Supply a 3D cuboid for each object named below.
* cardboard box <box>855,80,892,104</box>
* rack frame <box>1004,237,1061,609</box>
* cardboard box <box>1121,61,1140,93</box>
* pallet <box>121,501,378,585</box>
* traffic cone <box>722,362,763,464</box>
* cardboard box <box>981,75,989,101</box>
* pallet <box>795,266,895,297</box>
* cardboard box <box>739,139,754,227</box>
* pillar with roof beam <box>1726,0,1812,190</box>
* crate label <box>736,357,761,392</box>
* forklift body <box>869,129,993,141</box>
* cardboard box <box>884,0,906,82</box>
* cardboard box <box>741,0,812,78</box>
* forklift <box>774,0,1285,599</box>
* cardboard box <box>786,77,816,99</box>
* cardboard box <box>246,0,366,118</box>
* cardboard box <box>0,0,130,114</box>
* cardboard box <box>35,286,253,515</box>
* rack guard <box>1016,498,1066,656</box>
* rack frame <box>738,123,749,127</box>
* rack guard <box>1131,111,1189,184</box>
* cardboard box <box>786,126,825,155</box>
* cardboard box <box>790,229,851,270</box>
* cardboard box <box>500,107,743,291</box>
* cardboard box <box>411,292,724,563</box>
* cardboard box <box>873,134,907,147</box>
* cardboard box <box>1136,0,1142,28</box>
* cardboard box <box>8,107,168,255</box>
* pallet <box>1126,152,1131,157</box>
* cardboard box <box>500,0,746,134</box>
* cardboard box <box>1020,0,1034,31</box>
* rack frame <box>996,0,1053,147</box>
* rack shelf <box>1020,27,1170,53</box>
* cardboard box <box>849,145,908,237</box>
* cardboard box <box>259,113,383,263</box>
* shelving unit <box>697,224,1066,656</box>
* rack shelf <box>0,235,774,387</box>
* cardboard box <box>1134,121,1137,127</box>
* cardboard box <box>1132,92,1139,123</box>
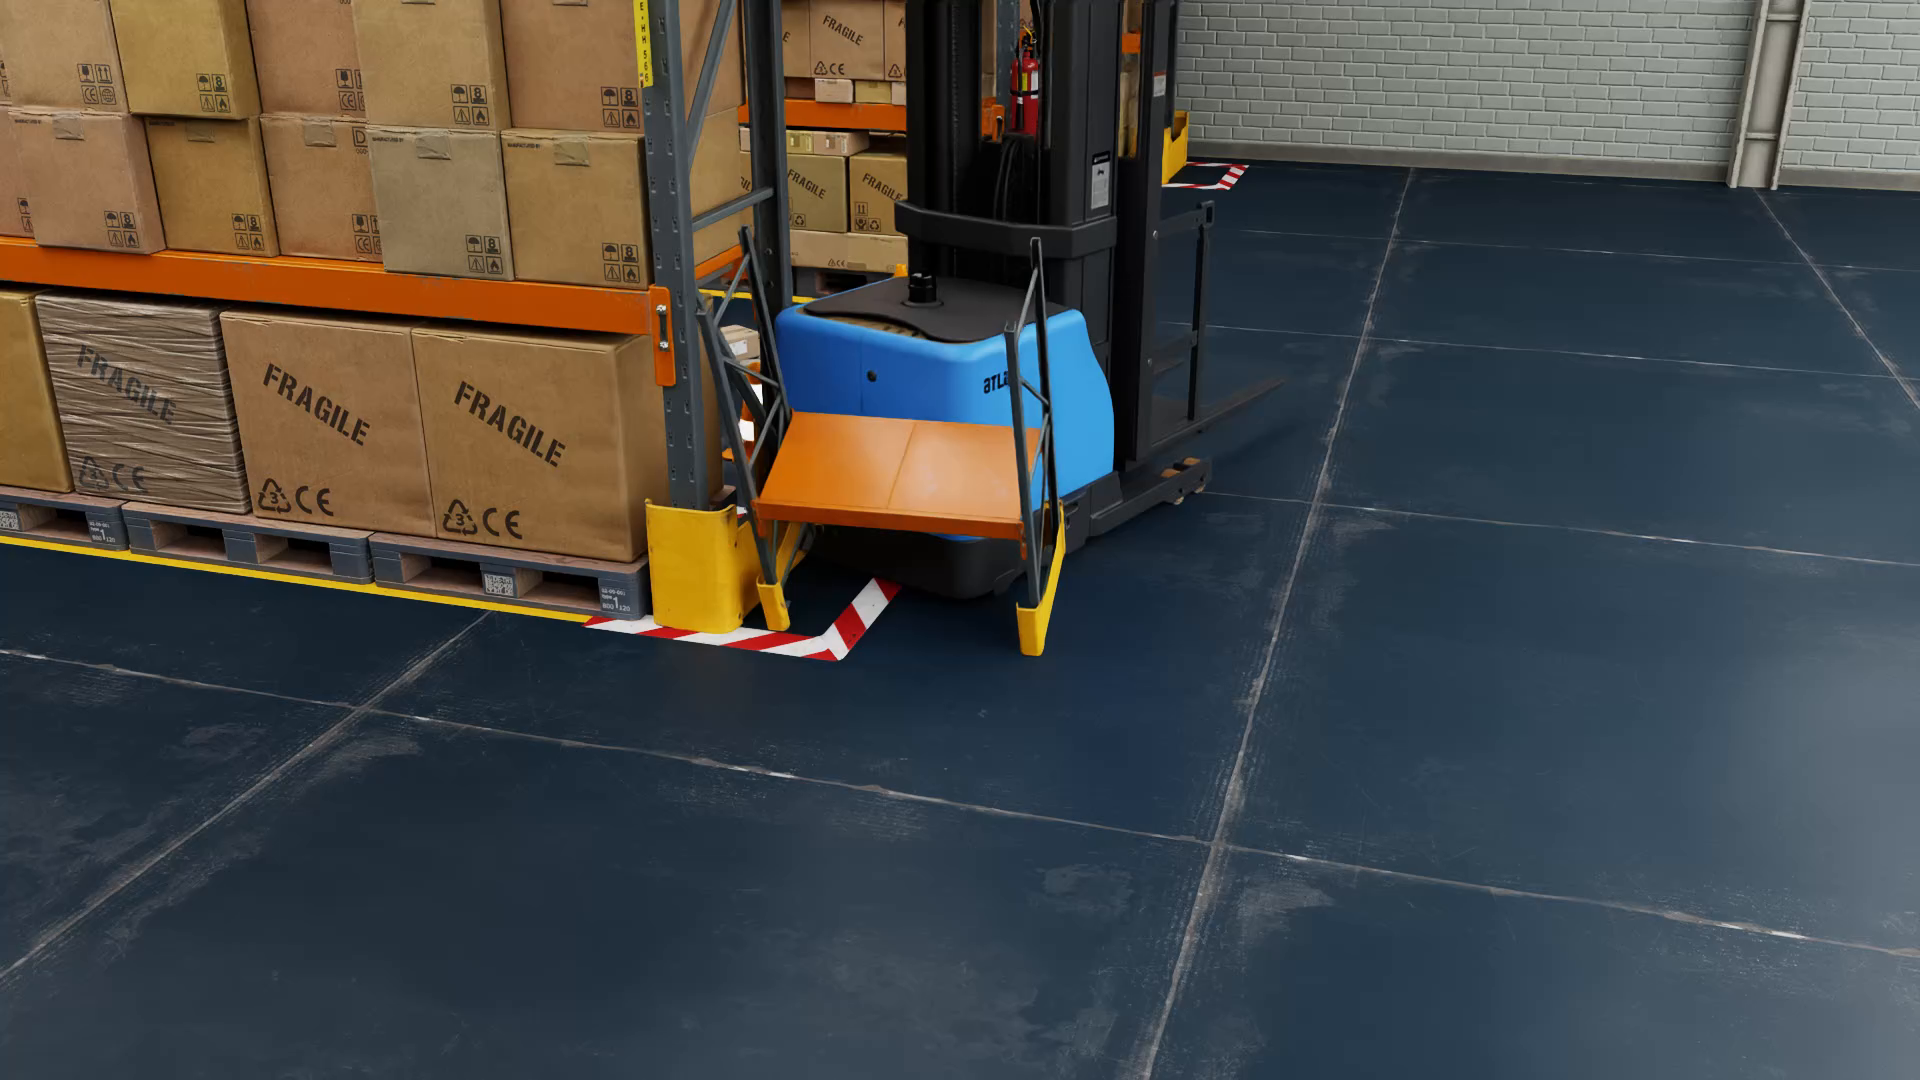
[{"bbox_3d":[-0.503,-2.934,10.801,0.250,0.149,0.380,6,23,15],"label":"cardboard box"},{"bbox_3d":[0.272,-0.301,5.872,0.032,1.500,0.500,5,46,12],"label":"rack frame"},{"bbox_3d":[1.455,-4.373,15.732,0.500,0.250,0.500,6,23,15],"label":"cardboard box"},{"bbox_3d":[-2.855,-0.157,7.375,1.213,0.211,1.003,7,23,15],"label":"pallet"},{"bbox_3d":[-1.001,-0.654,8.255,0.334,0.463,0.336,7,23,16],"label":"traffic cone"},{"bbox_3d":[0.011,-2.910,10.744,0.250,0.149,0.380,7,23,17],"label":"cardboard box"},{"bbox_3d":[-0.410,-1.883,11.583,1.213,0.211,1.003,7,23,16],"label":"pallet"},{"bbox_3d":[-1.394,-2.439,11.346,0.500,0.500,0.500,6,23,14],"label":"cardboard box"},{"bbox_3d":[5.955,-5.825,9.612,0.400,9.000,9.100,7,23,16],"label":"pillar with roof beam"},{"bbox_3d":[-1.119,-0.940,9.382,0.298,0.136,0.250,-5,23,-12],"label":"crate label"},{"bbox_3d":[-0.482,-4.020,14.235,1.214,2.155,2.313,7,23,16],"label":"forklift body"},{"bbox_3d":[-0.169,-3.207,10.611,0.500,0.500,0.500,6,23,15],"label":"cardboard box"},{"bbox_3d":[-1.125,-3.319,10.886,0.500,0.500,0.500,6,23,15],"label":"cardboard box"},{"bbox_3d":[0.529,-1.618,7.353,1.130,2.935,3.031,16,27,34],"label":"forklift"},{"bbox_3d":[-0.963,-3.030,11.036,0.250,0.149,0.380,7,23,16],"label":"cardboard box"},{"bbox_3d":[-2.297,-2.015,6.609,0.550,0.550,0.875,7,23,16],"label":"cardboard box"},{"bbox_3d":[-3.351,-2.081,6.770,0.550,0.550,0.875,7,23,16],"label":"cardboard box"},{"bbox_3d":[-3.286,-0.712,7.299,0.875,0.875,0.875,7,23,16],"label":"cardboard box"},{"bbox_3d":[0.311,0.135,6.319,0.087,0.250,0.587,5,46,12],"label":"rack guard"},{"bbox_3d":[-1.969,-5.306,16.252,0.127,3.000,1.000,7,23,16],"label":"rack frame"},{"bbox_3d":[1.884,-3.708,15.651,0.348,0.500,1.175,7,23,16],"label":"rack guard"},{"bbox_3d":[-1.022,-2.670,11.054,0.250,0.149,0.380,7,23,16],"label":"cardboard box"},{"bbox_3d":[-0.915,-2.036,11.351,0.500,0.250,0.500,7,23,16],"label":"cardboard box"},{"bbox_3d":[-1.271,-1.347,6.405,0.550,0.550,0.875,7,23,16],"label":"cardboard box"},{"bbox_3d":[-1.571,-0.515,6.820,0.875,0.875,0.875,7,23,16],"label":"cardboard box"},{"bbox_3d":[-0.285,-2.524,11.552,0.500,0.500,0.500,6,23,14],"label":"cardboard box"},{"bbox_3d":[1.467,-5.069,15.542,0.500,0.500,0.500,7,23,17],"label":"cardboard box"},{"bbox_3d":[-3.359,-1.571,6.951,0.550,0.550,0.875,7,23,16],"label":"cardboard box"},{"bbox_3d":[1.117,-3.646,15.880,1.213,0.211,1.003,7,23,16],"label":"pallet"},{"bbox_3d":[-1.247,-1.877,6.274,0.550,0.550,0.875,7,23,16],"label":"cardboard box"},{"bbox_3d":[0.820,-4.932,15.210,0.500,0.500,0.500,7,23,17],"label":"cardboard box"},{"bbox_3d":[0.431,-3.063,10.785,0.127,3.000,1.000,7,23,16],"label":"rack frame"},{"bbox_3d":[-0.054,-4.754,15.854,4.000,0.370,1.077,7,23,16],"label":"rack shelf"},{"bbox_3d":[-0.412,-2.325,11.068,0.500,0.500,0.500,7,23,16],"label":"cardboard box"},{"bbox_3d":[-2.304,-1.507,6.793,0.550,0.550,0.875,7,23,16],"label":"cardboard box"},{"bbox_3d":[-0.232,-0.343,5.979,1.083,1.500,0.587,5,46,12],"label":"shelving unit"},{"bbox_3d":[-2.817,-1.140,7.045,4.000,0.370,1.077,7,23,16],"label":"rack shelf"},{"bbox_3d":[1.447,-3.914,15.930,0.500,0.250,0.500,7,23,16],"label":"cardboard box"},{"bbox_3d":[1.471,-4.148,15.840,0.500,0.250,0.500,7,23,16],"label":"cardboard box"}]
